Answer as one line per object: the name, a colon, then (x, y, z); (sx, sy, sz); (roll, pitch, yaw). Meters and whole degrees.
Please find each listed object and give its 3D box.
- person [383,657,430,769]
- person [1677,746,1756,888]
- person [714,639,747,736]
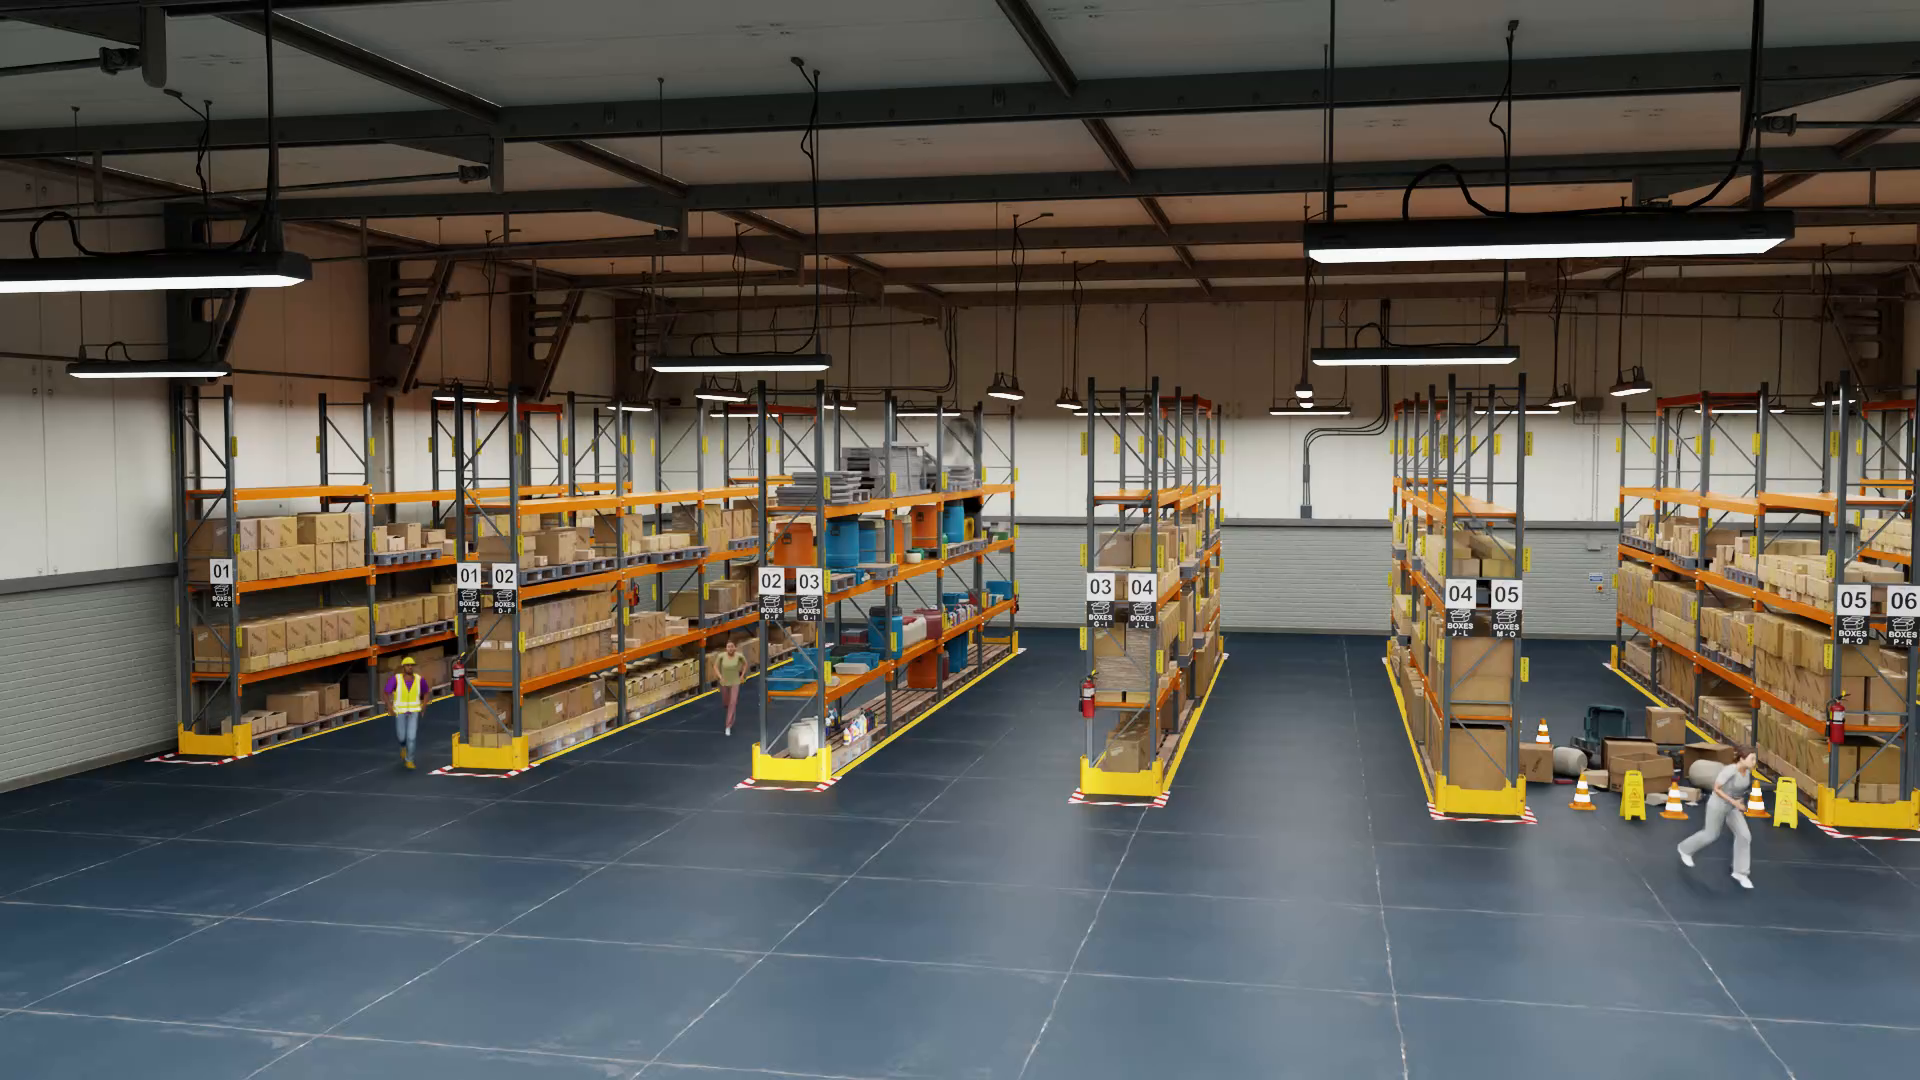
person: (-8.637, 2.690, 25.986); (0.694, 1.732, 0.561); (-1, 4, -25)
person: (8.790, 3.143, 19.283); (0.601, 1.625, 1.004); (-2, 4, -34)
person: (-4.034, 2.556, 29.271); (0.579, 1.658, 1.059); (0, 3, -2)
